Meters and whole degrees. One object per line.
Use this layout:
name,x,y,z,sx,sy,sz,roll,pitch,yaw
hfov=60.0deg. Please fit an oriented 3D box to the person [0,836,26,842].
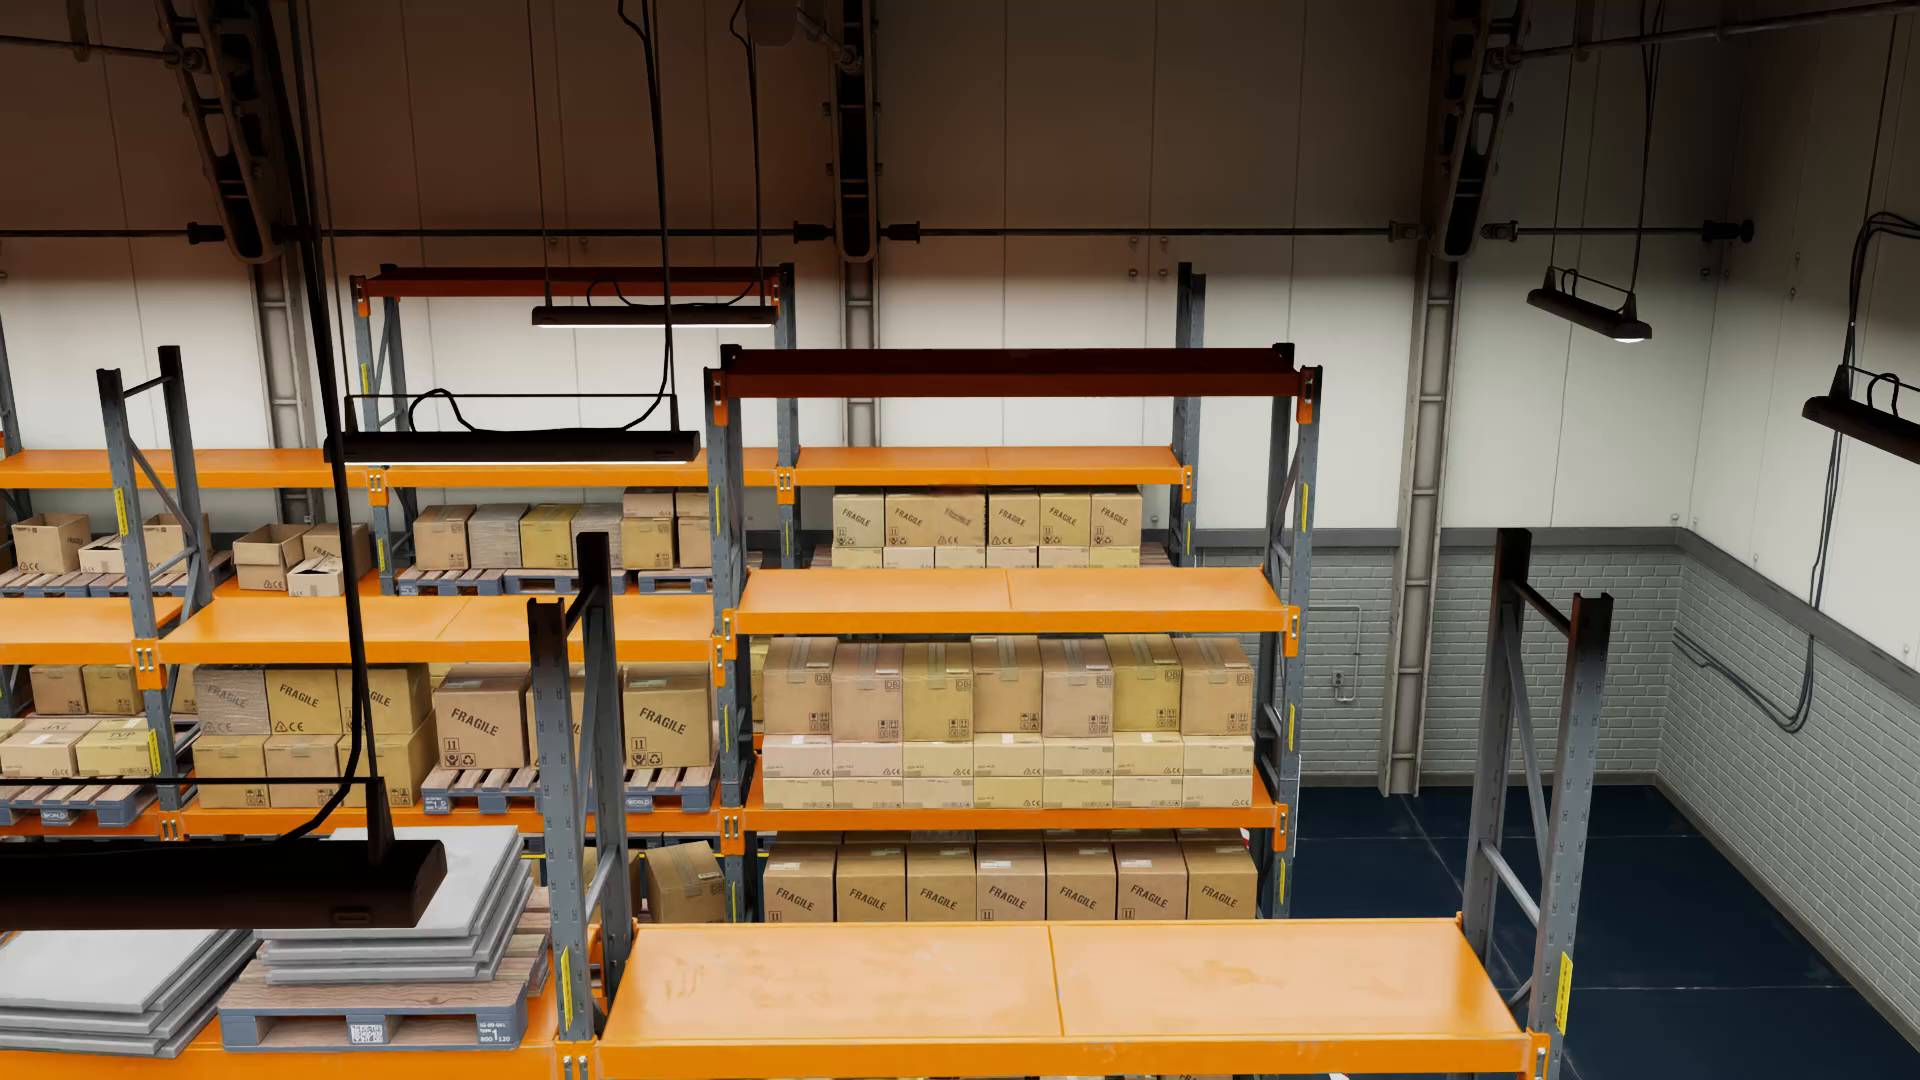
person,-9.202,2.779,15.873,0.923,1.726,0.594,-12,20,-35
